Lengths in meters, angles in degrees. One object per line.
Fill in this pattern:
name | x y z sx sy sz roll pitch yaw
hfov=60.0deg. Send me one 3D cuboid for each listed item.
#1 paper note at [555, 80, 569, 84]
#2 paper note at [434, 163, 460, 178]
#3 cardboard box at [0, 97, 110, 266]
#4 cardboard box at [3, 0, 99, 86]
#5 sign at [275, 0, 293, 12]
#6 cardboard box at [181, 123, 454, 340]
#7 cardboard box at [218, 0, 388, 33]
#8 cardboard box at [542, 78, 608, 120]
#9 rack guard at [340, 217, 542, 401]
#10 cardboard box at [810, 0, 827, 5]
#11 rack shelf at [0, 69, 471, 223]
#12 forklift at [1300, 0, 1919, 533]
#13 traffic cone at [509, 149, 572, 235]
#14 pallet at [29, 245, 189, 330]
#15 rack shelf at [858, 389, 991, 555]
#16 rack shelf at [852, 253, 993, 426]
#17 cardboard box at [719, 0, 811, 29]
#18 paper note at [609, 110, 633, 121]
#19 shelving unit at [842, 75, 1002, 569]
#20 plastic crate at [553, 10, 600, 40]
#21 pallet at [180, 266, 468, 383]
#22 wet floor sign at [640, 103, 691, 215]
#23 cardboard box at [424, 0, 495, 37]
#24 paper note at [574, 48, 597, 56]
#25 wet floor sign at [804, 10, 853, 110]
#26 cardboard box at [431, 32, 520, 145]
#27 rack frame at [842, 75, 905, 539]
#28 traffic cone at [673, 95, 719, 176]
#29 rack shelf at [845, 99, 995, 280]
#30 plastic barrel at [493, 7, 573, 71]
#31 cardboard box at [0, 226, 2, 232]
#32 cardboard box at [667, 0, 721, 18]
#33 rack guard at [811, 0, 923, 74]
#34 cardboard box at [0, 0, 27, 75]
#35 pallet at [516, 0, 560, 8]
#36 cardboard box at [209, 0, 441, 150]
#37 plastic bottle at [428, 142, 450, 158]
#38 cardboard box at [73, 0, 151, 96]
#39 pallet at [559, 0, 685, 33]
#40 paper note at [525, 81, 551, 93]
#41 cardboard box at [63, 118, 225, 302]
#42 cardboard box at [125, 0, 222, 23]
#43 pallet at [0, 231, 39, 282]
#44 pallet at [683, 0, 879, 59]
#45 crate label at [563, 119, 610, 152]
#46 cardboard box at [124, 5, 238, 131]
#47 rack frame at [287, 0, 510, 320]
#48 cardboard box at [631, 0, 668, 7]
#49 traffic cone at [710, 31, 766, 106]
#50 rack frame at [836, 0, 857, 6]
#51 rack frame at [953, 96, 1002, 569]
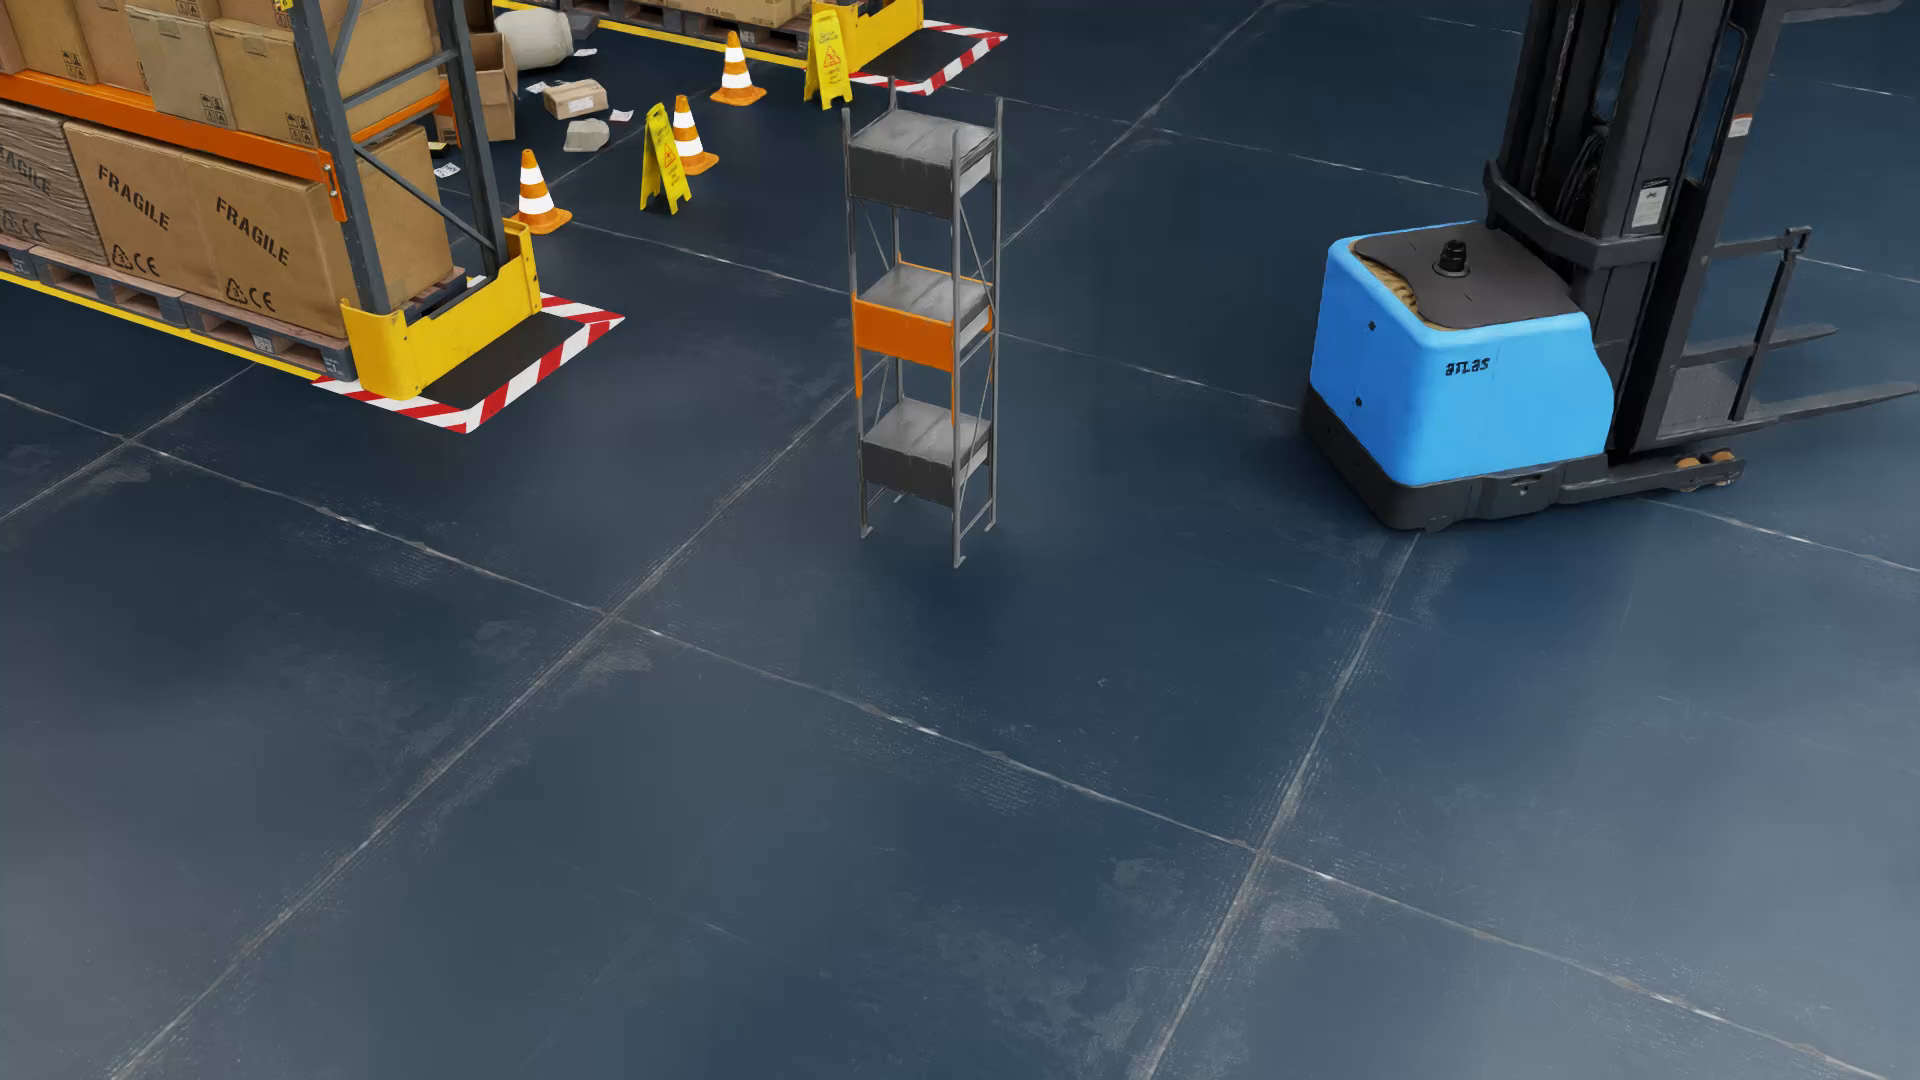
paper note | -2.901 -3.344 12.147 0.123 0.001 0.032 17 41 21
paper note | -3.380 -2.431 10.929 0.144 0.017 0.142 -29 46 -33
cardboard box | -5.029 -2.251 9.644 0.875 0.875 0.875 18 41 22
cardboard box | -4.584 -2.907 8.974 0.500 0.550 0.875 17 41 21
sign | -3.067 -2.546 7.470 0.005 0.325 0.100 17 41 21
cardboard box | -3.438 -1.752 8.988 0.875 0.875 0.875 18 41 22
cardboard box | -3.117 -2.892 8.062 0.550 0.550 0.875 17 41 21
cardboard box | -2.711 -3.108 11.722 0.380 0.149 0.250 -21 42 -25
rack guard | -2.784 -1.276 9.018 0.348 0.500 1.175 17 41 21
cardboard box | -1.208 -4.409 13.004 0.500 0.250 0.500 17 40 21
rack shelf | -4.582 -2.548 9.221 4.000 0.370 1.077 17 41 21
forklift | 3.299 -1.698 7.562 3.031 2.935 1.130 -10 38 -13
traffic cone | -2.624 -2.178 10.237 0.334 0.463 0.336 17 41 21
pallet | -4.631 -1.688 9.799 1.213 0.211 1.003 17 41 21
rack shelf | -0.147 -0.314 7.607 0.480 0.518 0.431 17 41 21
rack shelf | -0.147 -0.872 7.184 0.480 0.518 0.431 17 41 21
cardboard box | -1.482 -4.123 12.628 0.500 0.250 0.500 17 40 21
paper note | -2.374 -2.976 11.645 0.142 0.019 0.148 4 37 6
shelving unit | -0.147 -0.882 7.176 0.503 2.100 0.431 17 41 21
plastic crate | -3.154 -4.037 13.002 0.583 0.080 0.402 4 37 6
pallet | -3.552 -1.348 9.351 1.213 0.211 1.003 17 41 21
wet floor sign | -1.869 -2.396 10.372 0.232 0.644 0.267 11 38 14
cardboard box | -3.845 -4.053 12.674 0.500 0.500 0.500 -14 39 -18
paper note | -2.837 -3.704 12.604 0.148 0.019 0.142 4 37 6
wet floor sign | -0.942 -3.399 11.694 0.267 0.644 0.232 -29 46 -33
cardboard box | -3.343 -3.099 11.416 0.637 0.503 0.797 -8 38 -10
rack frame | -0.364 -0.950 7.265 0.015 2.100 0.400 17 41 21
traffic cone | -1.803 -2.690 10.911 0.334 0.463 0.336 17 41 21
rack shelf | -0.147 -1.429 6.761 0.480 0.518 0.431 17 41 21
plastic barrel | -3.149 -3.699 12.274 0.512 0.421 0.421 -14 39 -18
cardboard box | -5.831 -2.499 9.971 0.875 0.875 0.875 18 41 22
cardboard box | -1.917 -4.265 12.814 0.500 0.250 0.500 18 41 22
rack guard | -0.686 -3.990 12.592 0.348 0.500 1.175 17 41 21
cardboard box | -5.100 -3.000 9.097 0.550 0.550 0.875 17 41 21
pallet | -3.558 -4.798 13.896 1.213 0.211 1.003 17 41 21
cardboard box | -3.156 -2.417 8.329 0.550 0.550 0.875 17 41 21
plastic bottle | -3.578 -2.617 11.148 0.283 0.061 0.133 4 37 6
cardboard box | -4.094 -2.781 8.809 0.550 0.550 0.875 17 41 21
pallet | -2.471 -4.459 13.450 1.213 0.211 1.003 17 41 21
paper note | -3.059 -3.288 12.066 0.148 0.019 0.142 -29 46 -33
cardboard box | -4.220 -1.996 9.309 0.875 0.875 0.875 17 40 21
cardboard box | -3.648 -2.996 8.198 0.550 0.550 0.875 17 41 21
pallet | -5.718 -2.026 10.245 1.213 0.211 1.003 17 41 21
pallet | -1.391 -4.119 13.002 1.213 0.211 1.003 17 41 21
crate label | -2.529 -2.746 11.254 0.298 0.136 0.250 -2 37 -2
cardboard box | -3.654 -2.558 8.515 0.550 0.550 0.875 17 41 21
rack frame | -2.806 -2.278 8.271 0.127 3.000 1.000 17 41 21
cardboard box | -2.384 -4.407 13.002 0.500 0.250 0.500 16 40 20
traffic cone | -1.594 -3.381 11.821 0.334 0.463 0.336 17 41 21
rack frame | -0.619 -4.964 11.809 0.127 3.000 1.000 17 41 21
rack frame | 0.070 -0.815 7.086 0.015 2.100 0.400 17 41 21
